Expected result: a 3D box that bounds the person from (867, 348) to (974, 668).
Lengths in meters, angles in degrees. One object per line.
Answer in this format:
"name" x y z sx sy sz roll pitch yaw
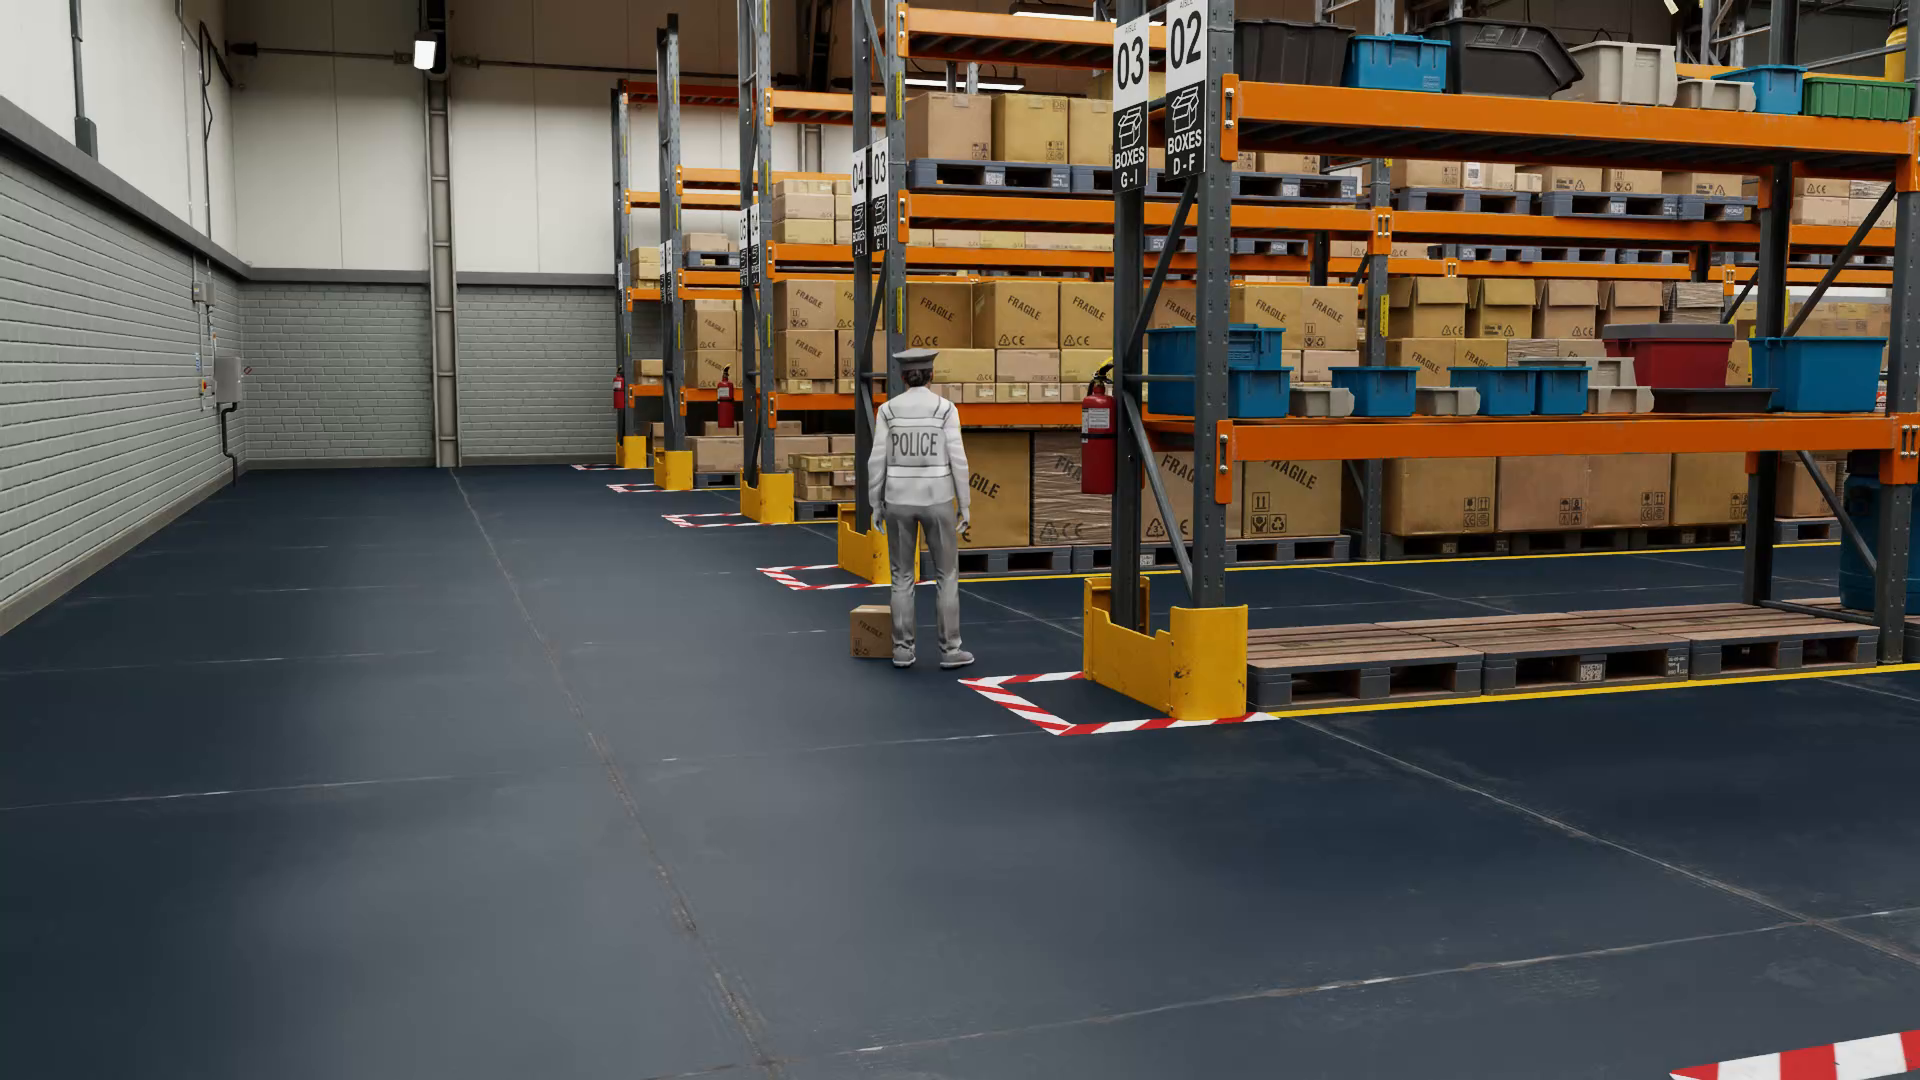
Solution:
"person" -0.207 -0.166 8.671 0.544 1.662 0.376 1 6 8
